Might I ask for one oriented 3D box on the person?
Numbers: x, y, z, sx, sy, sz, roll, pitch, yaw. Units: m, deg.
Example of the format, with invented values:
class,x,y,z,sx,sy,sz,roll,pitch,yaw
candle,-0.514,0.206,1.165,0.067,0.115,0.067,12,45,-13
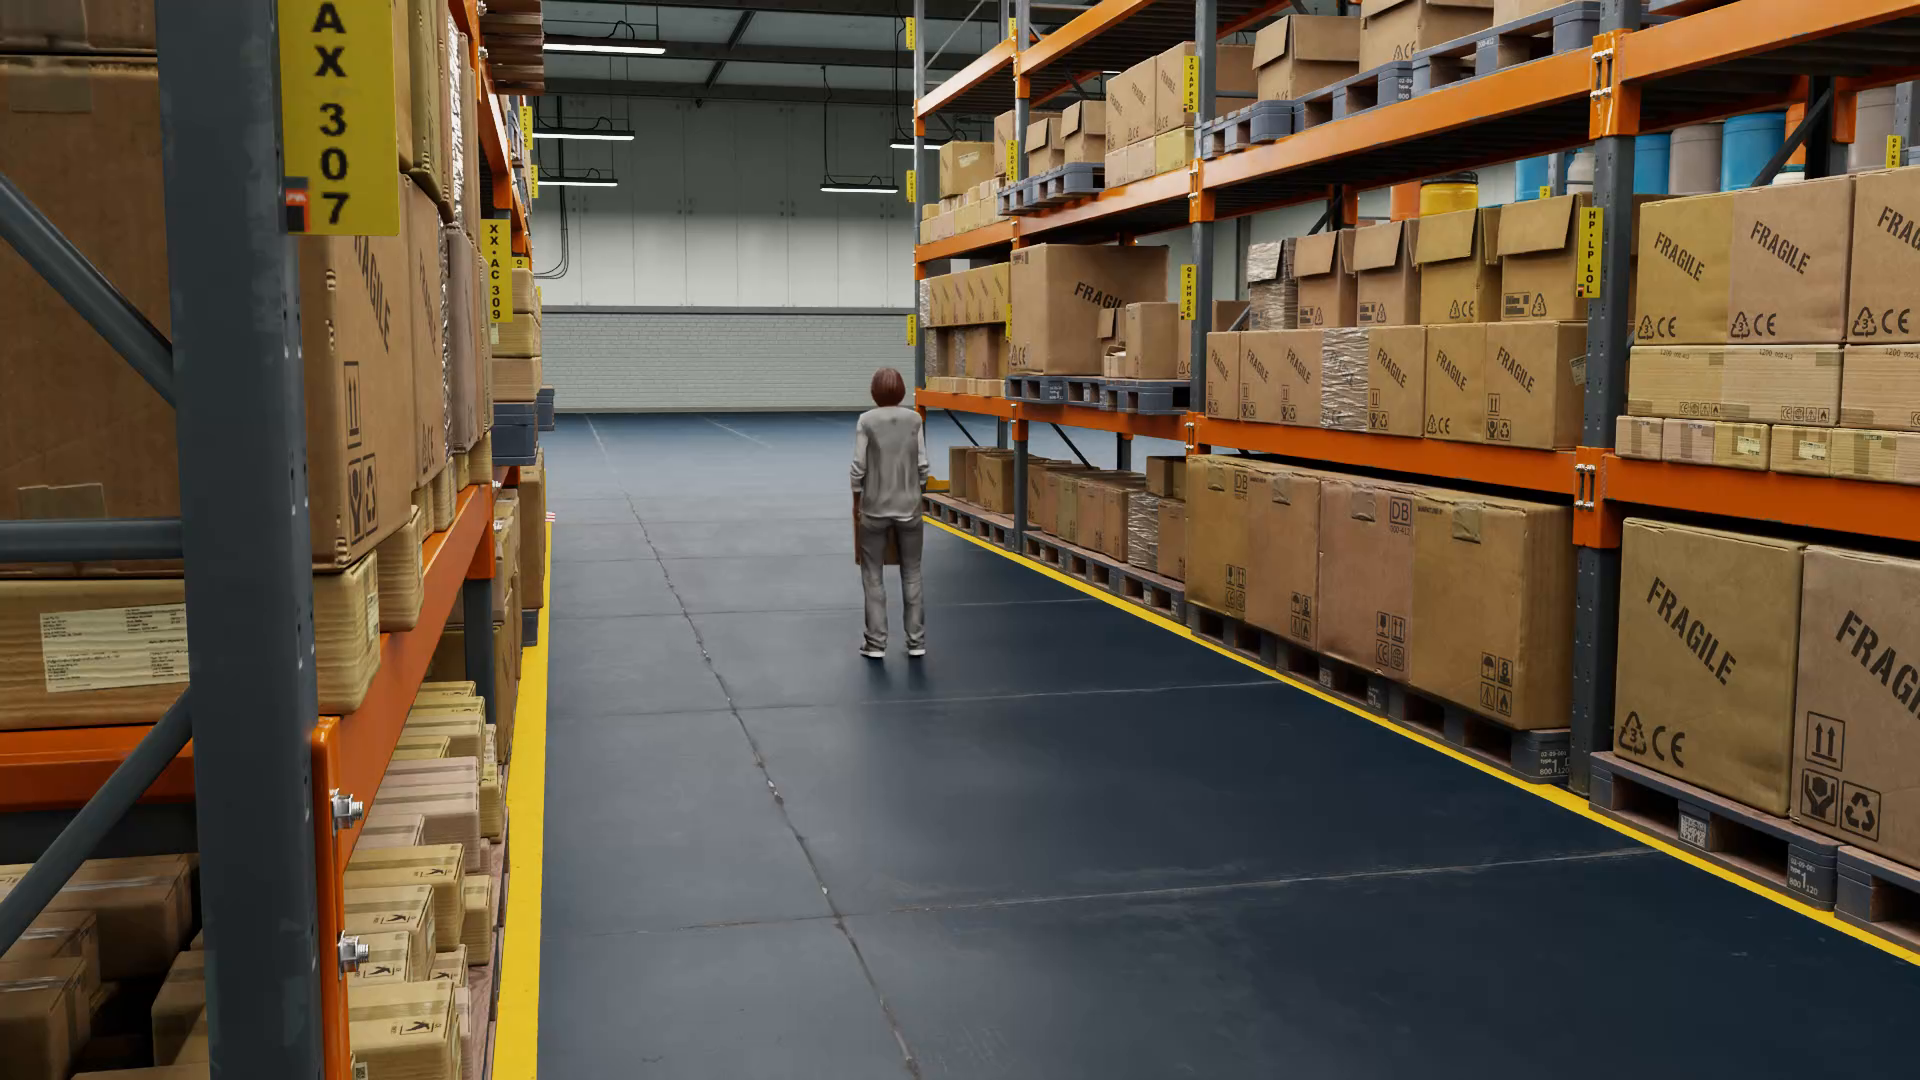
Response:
class,x,y,z,sx,sy,sz,roll,pitch,yaw
person,-0.382,-0.149,9.184,0.434,1.600,0.347,-2,7,-15
